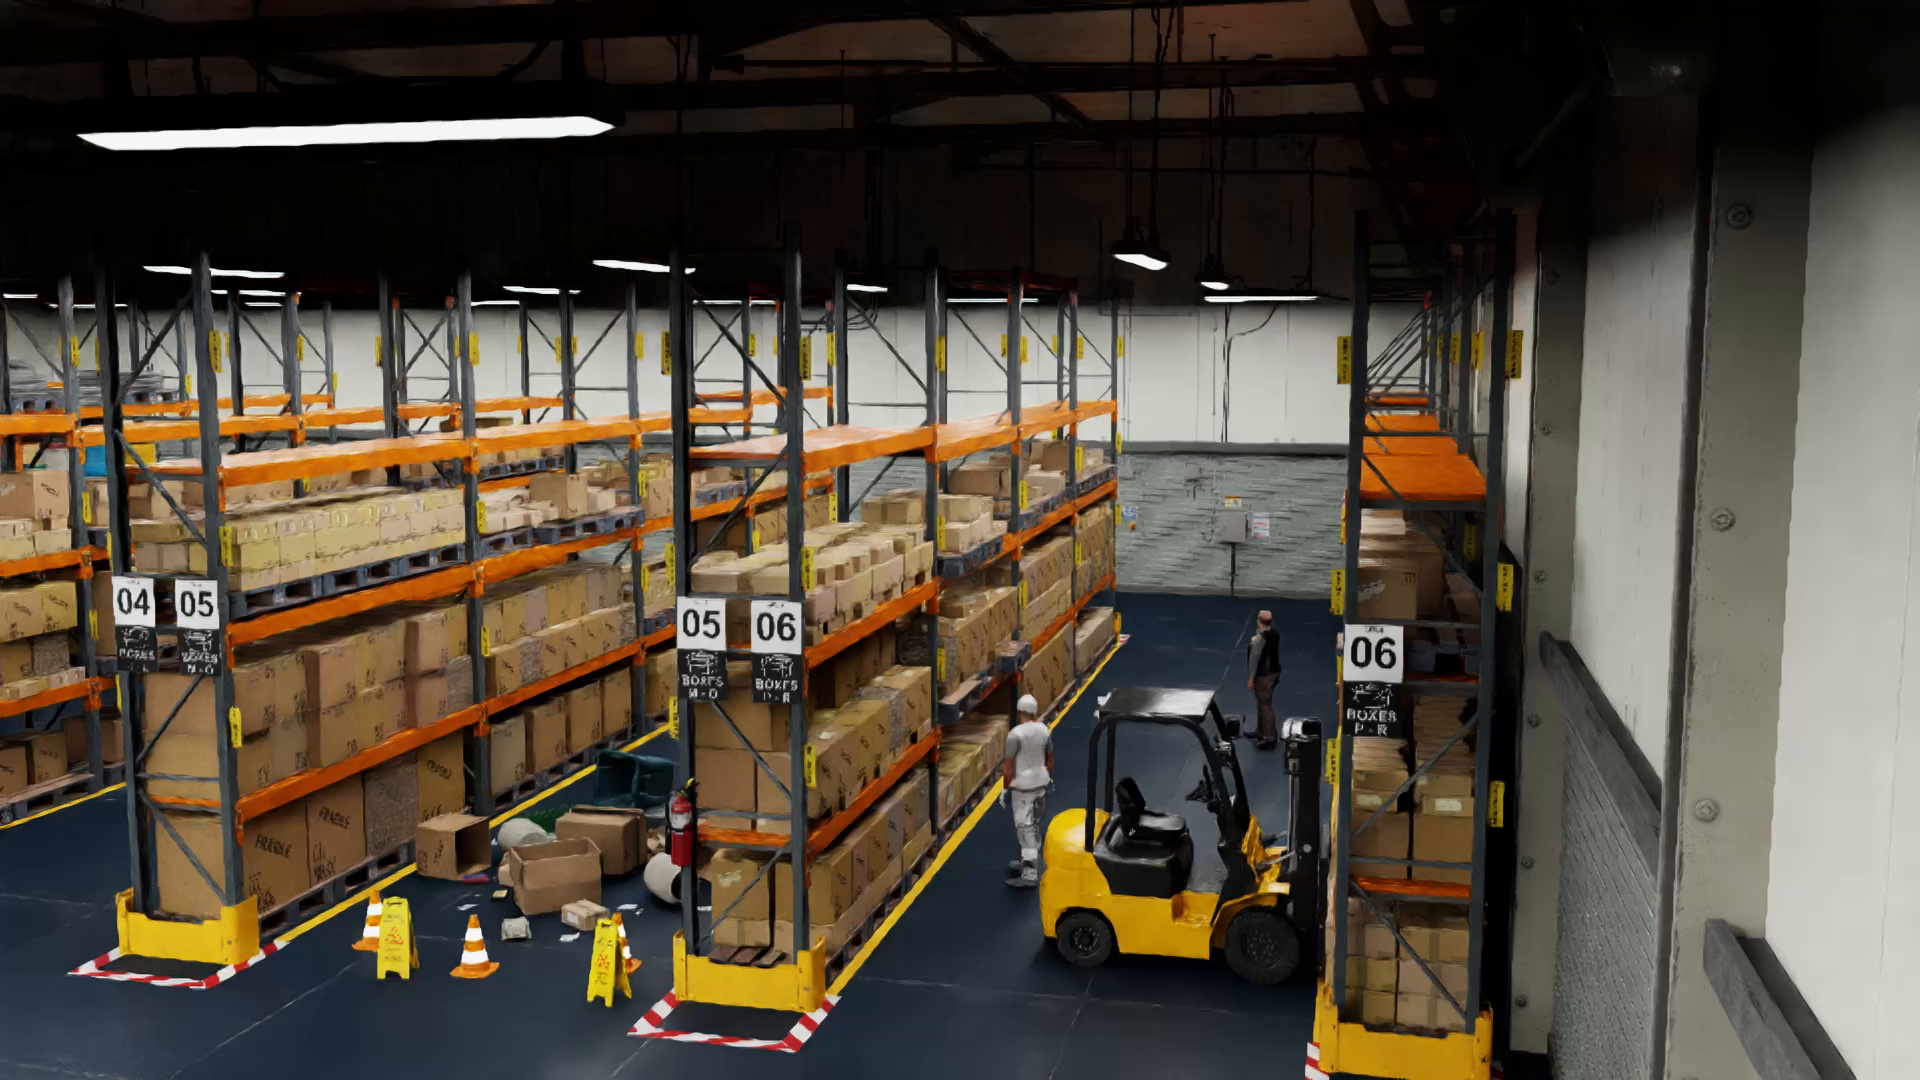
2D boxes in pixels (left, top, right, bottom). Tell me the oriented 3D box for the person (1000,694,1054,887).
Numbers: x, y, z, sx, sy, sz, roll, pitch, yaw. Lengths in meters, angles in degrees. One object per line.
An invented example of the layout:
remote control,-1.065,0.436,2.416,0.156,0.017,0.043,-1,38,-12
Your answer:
person,0.623,2.341,15.828,0.655,1.785,0.569,-7,10,-44

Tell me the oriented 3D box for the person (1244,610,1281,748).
person,3.834,1.735,21.126,0.581,1.707,0.640,5,9,35
